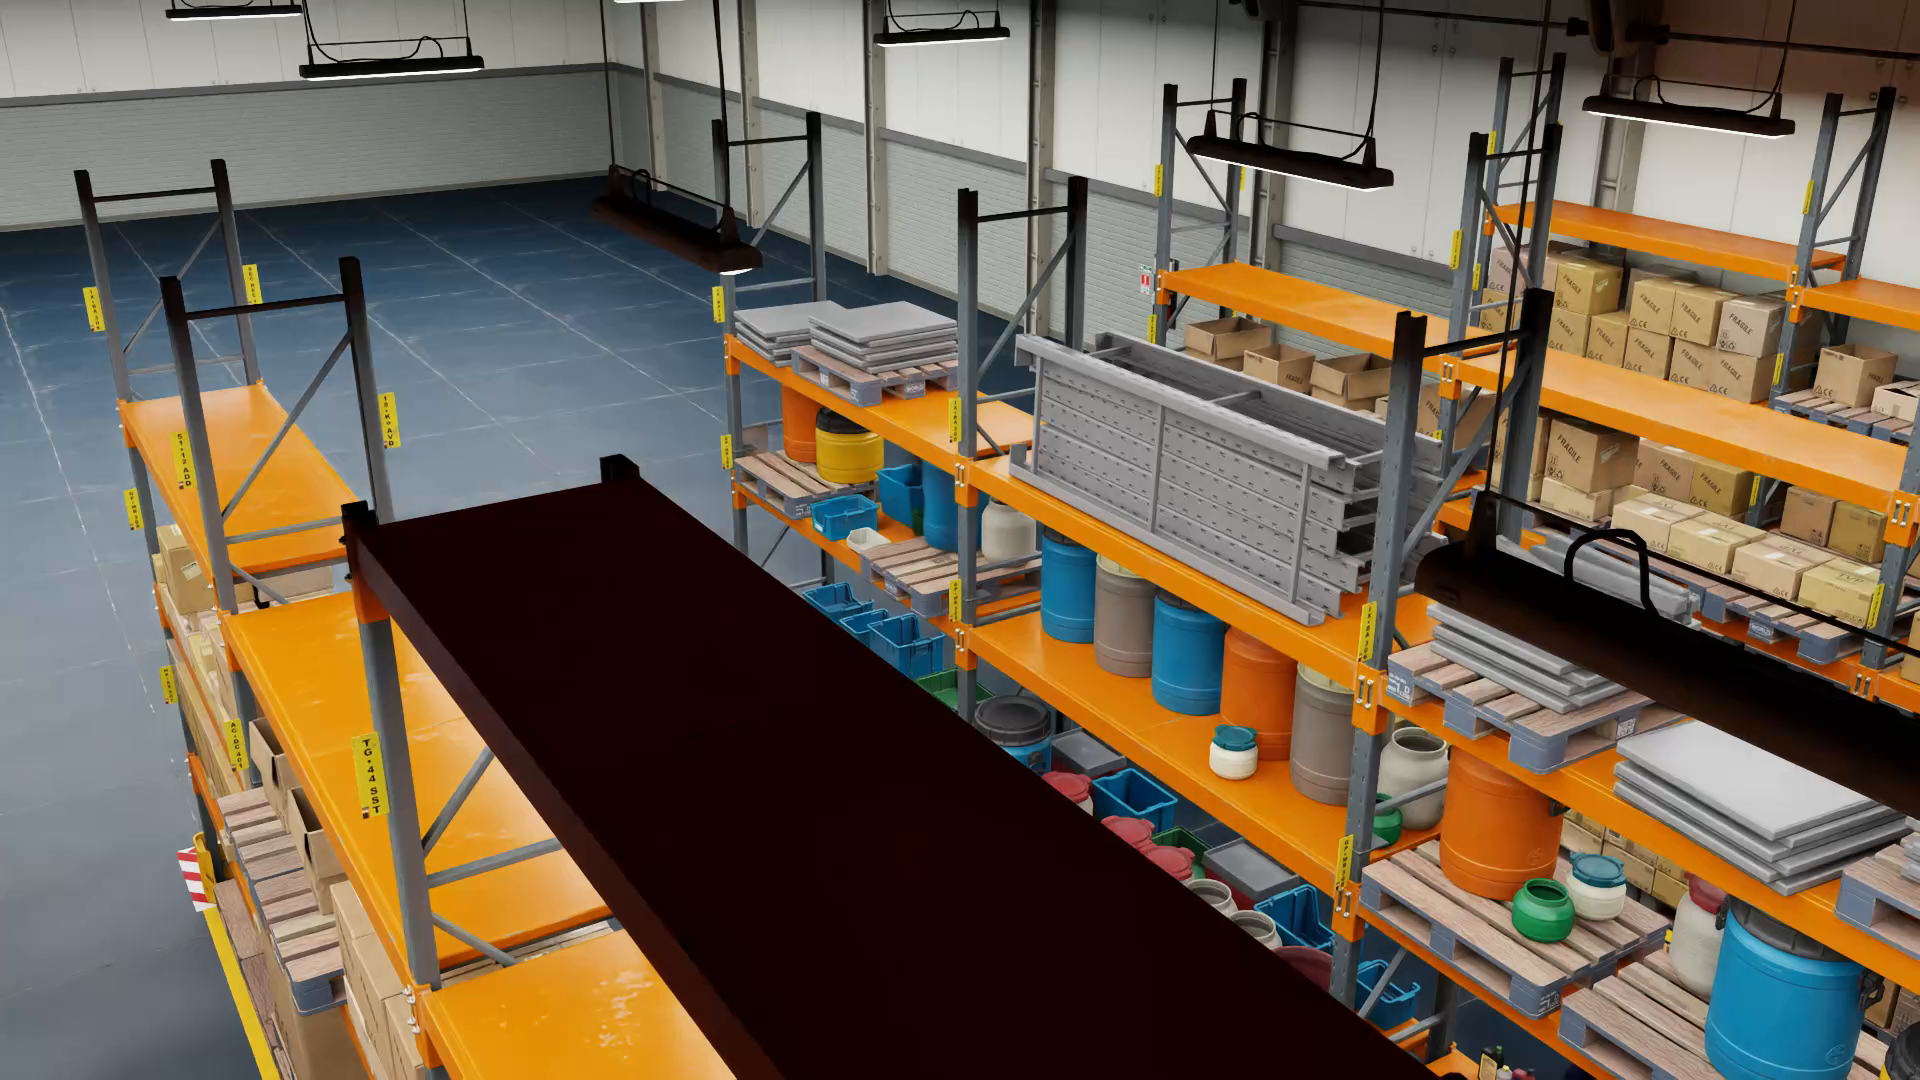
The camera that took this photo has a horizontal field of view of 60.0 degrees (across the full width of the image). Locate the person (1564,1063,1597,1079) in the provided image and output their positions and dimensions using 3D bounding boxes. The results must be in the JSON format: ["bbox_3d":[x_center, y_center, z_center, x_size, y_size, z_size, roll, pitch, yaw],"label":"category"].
[{"bbox_3d":[4.415,3.206,11.207,0.523,1.646,0.490,-2,22,-5],"label":"person"}]
